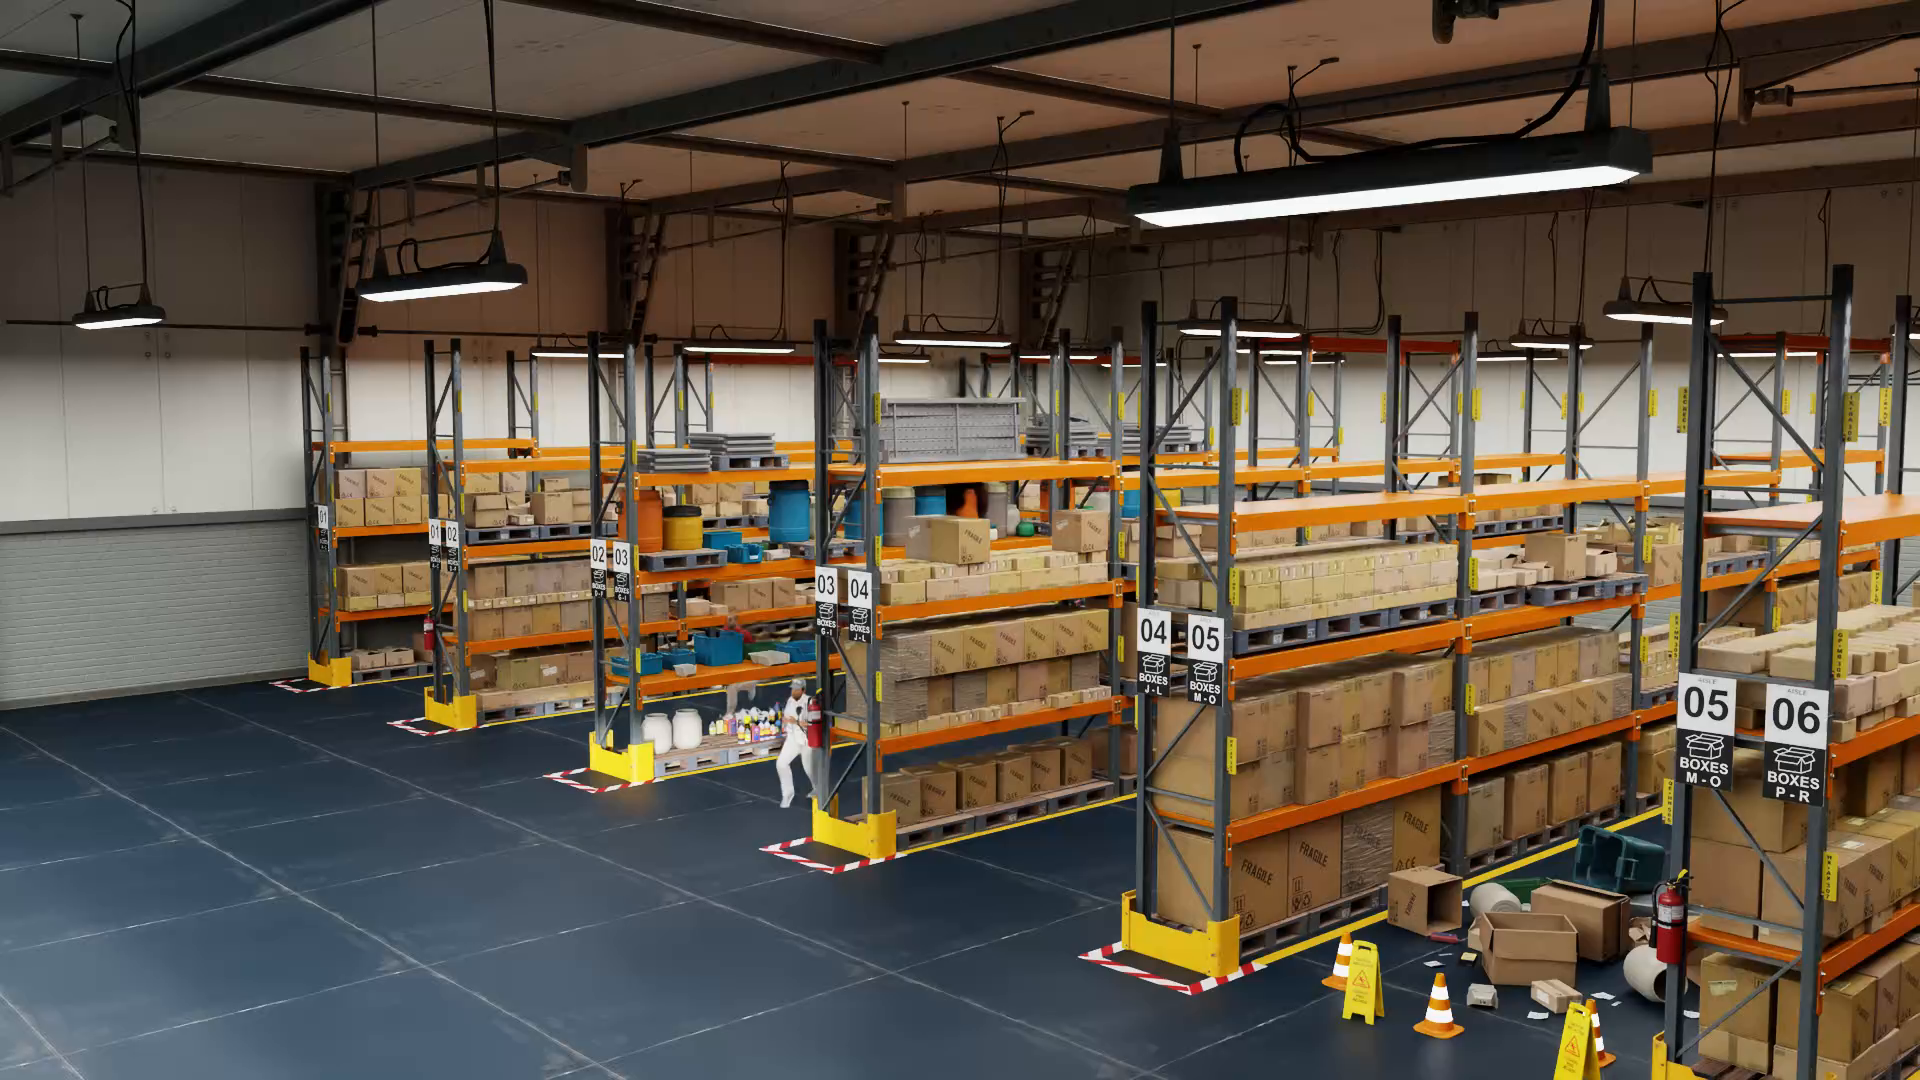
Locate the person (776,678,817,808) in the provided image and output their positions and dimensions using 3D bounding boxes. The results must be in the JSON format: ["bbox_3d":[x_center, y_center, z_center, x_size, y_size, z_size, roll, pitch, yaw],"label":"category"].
[{"bbox_3d":[-1.930,2.552,20.861,0.597,1.718,0.799,3,6,34],"label":"person"}]

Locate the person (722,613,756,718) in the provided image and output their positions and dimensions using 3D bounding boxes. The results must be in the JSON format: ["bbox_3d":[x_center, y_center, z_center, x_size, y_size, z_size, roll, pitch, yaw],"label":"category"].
[{"bbox_3d":[-3.543,2.003,26.748,0.683,1.708,0.784,4,6,38],"label":"person"}]
